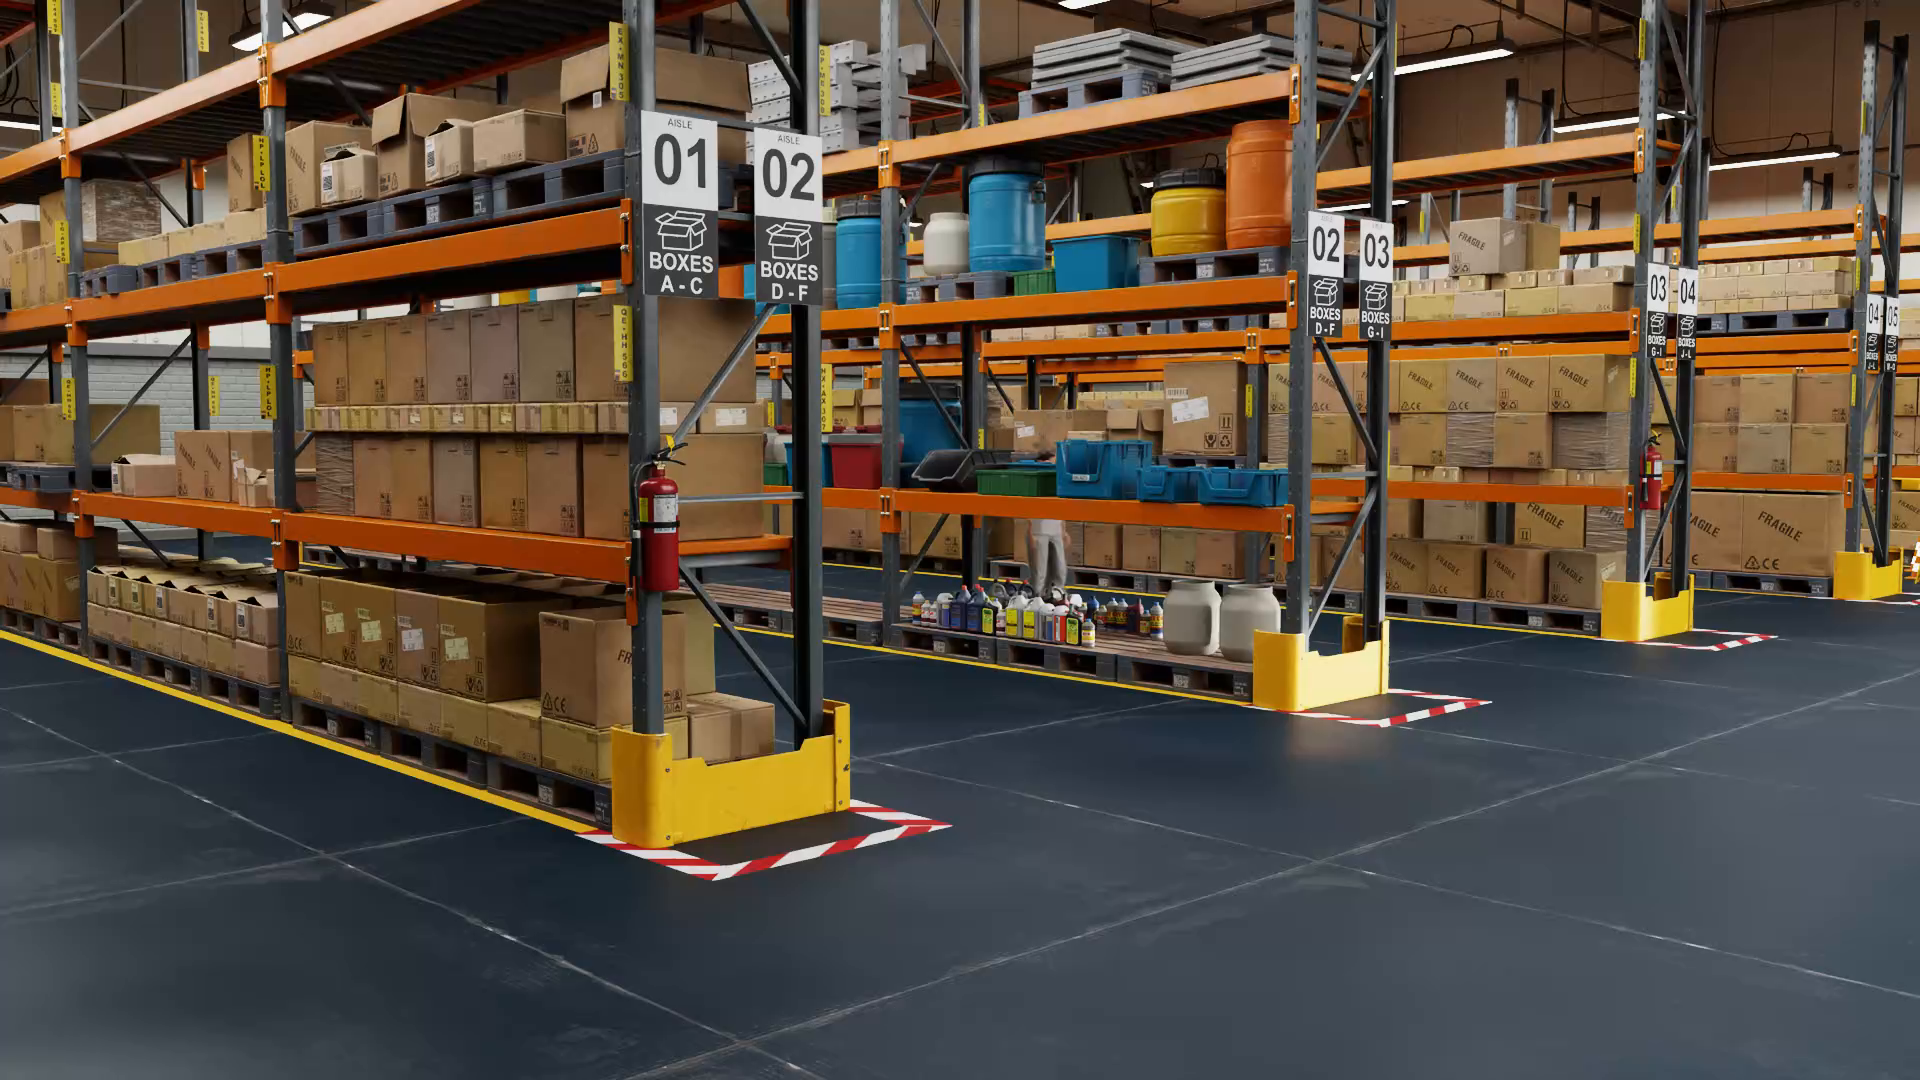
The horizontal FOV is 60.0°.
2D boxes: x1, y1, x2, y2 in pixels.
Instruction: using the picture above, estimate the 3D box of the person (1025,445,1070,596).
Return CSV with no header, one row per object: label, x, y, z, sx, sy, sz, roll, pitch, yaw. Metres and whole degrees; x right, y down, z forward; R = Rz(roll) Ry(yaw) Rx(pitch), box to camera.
person,0.776,-0.036,15.142,0.447,1.665,0.354,-3,5,-38
